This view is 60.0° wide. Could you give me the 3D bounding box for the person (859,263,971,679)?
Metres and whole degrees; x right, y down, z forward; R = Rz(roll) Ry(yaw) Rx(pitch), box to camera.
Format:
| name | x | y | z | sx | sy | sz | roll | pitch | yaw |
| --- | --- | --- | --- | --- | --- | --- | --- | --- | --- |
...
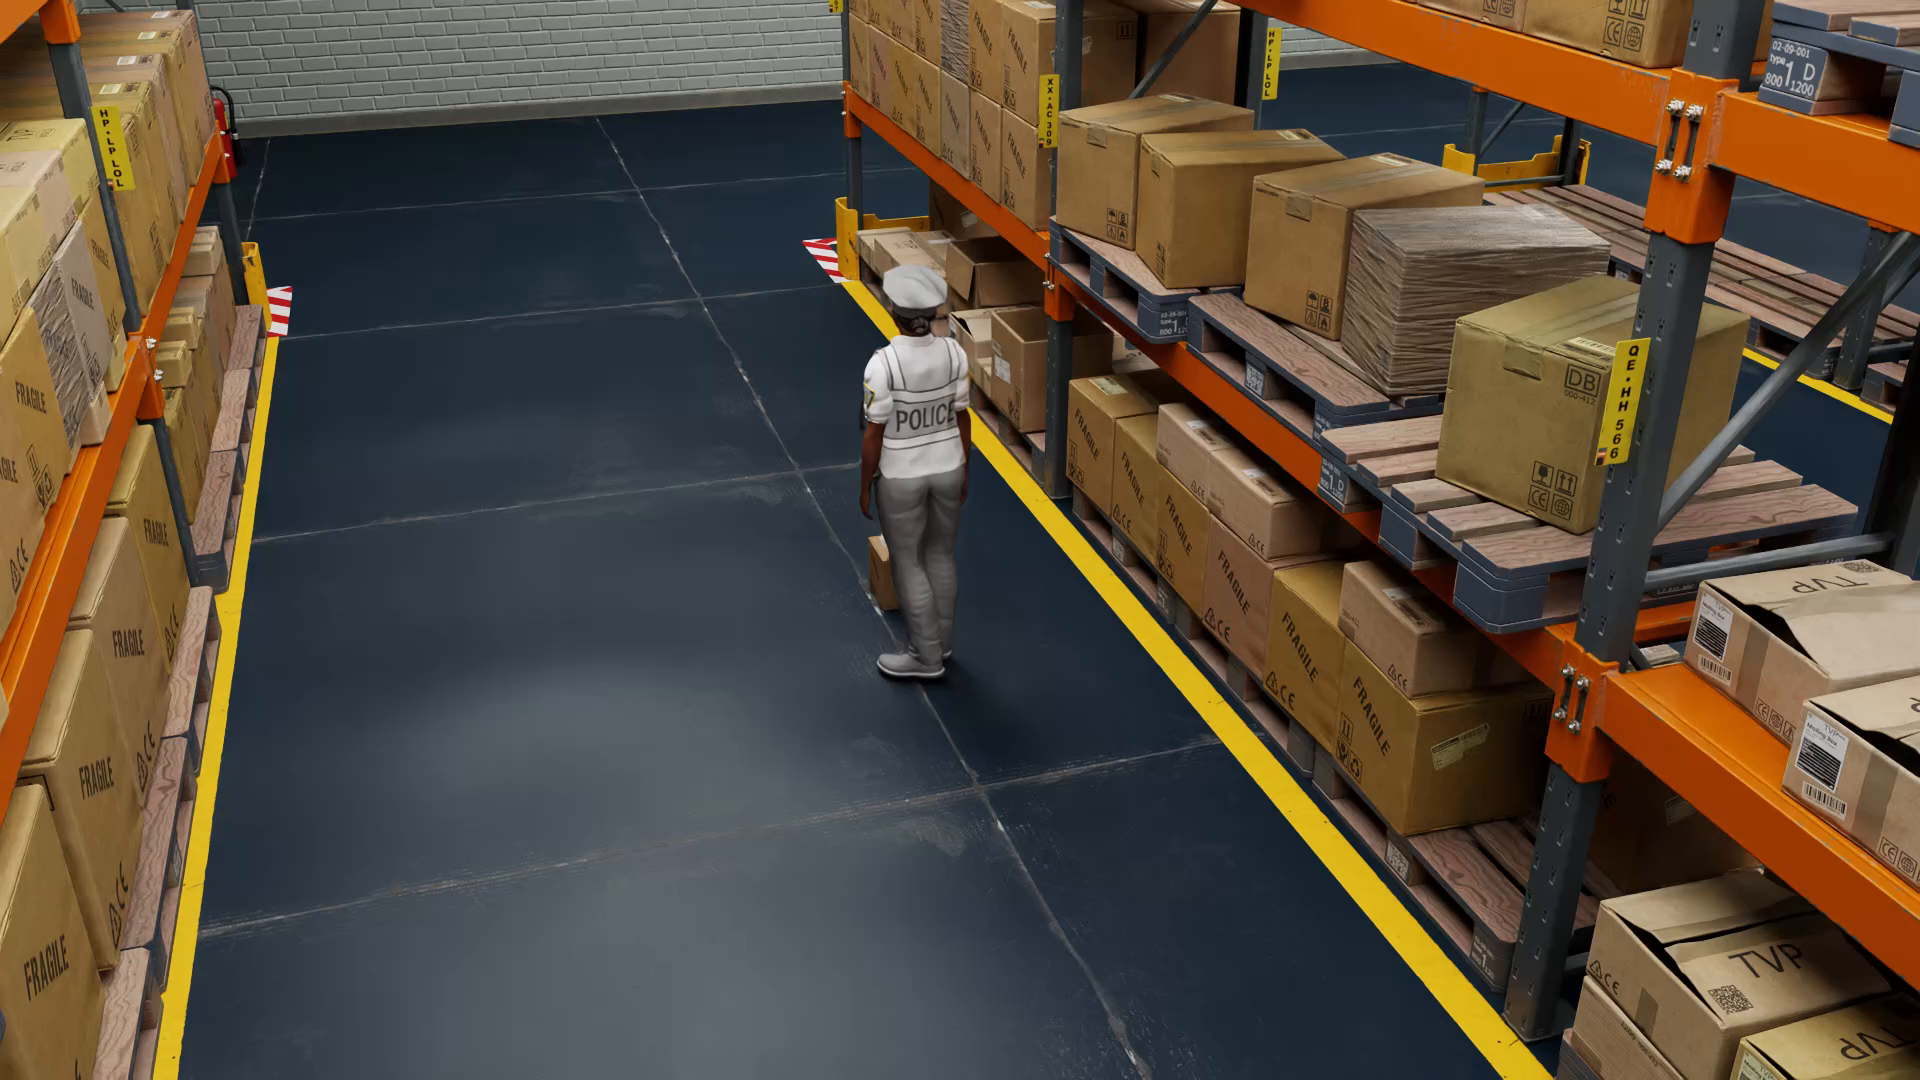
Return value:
| name | x | y | z | sx | sy | sz | roll | pitch | yaw |
| --- | --- | --- | --- | --- | --- | --- | --- | --- | --- |
| person | -0.181 | -0.255 | 6.581 | 0.452 | 1.683 | 0.432 | -13 | 29 | -25 |
